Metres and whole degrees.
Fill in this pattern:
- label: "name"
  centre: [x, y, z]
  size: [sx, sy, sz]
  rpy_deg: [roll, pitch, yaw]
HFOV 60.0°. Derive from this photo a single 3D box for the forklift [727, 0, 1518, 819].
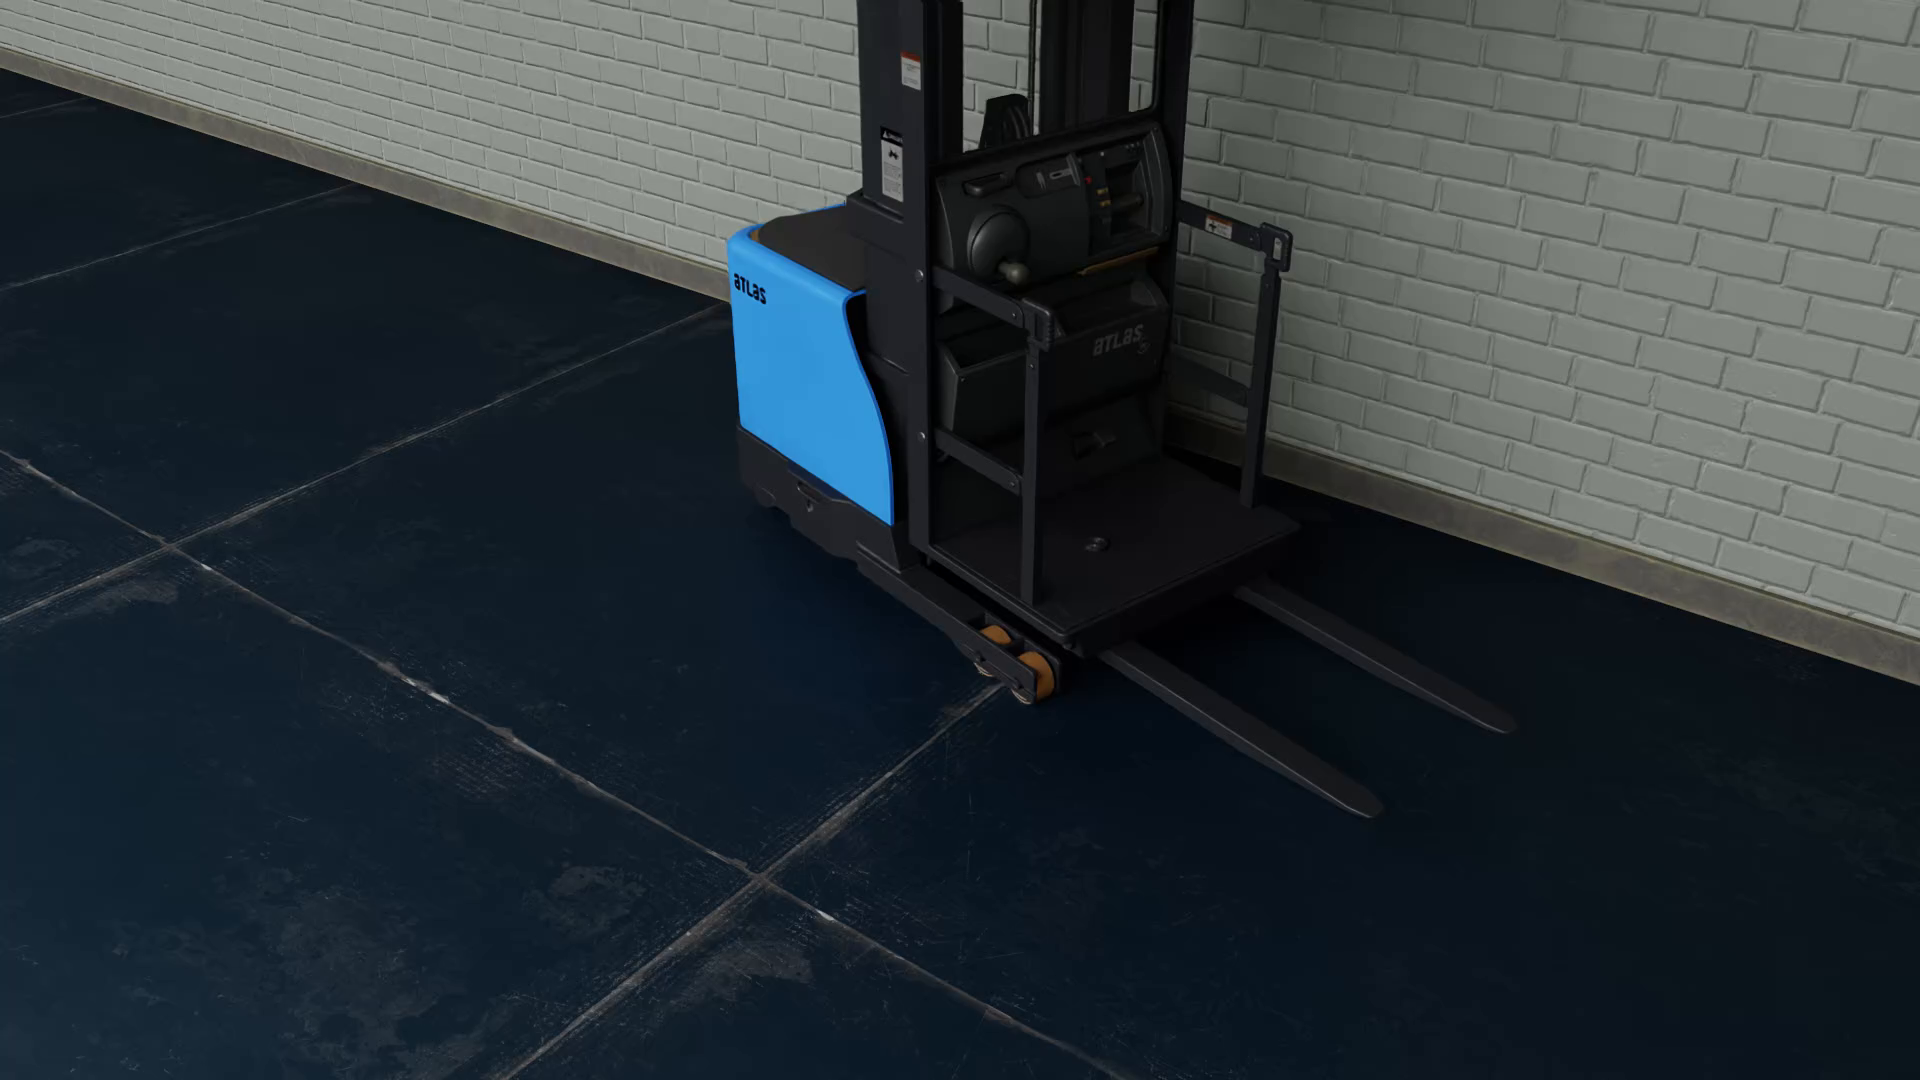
- label: "forklift"
  centre: [0.444, -1.021, 5.098]
  size: [1.130, 2.935, 3.031]
  rpy_deg: [-22, 37, -32]
